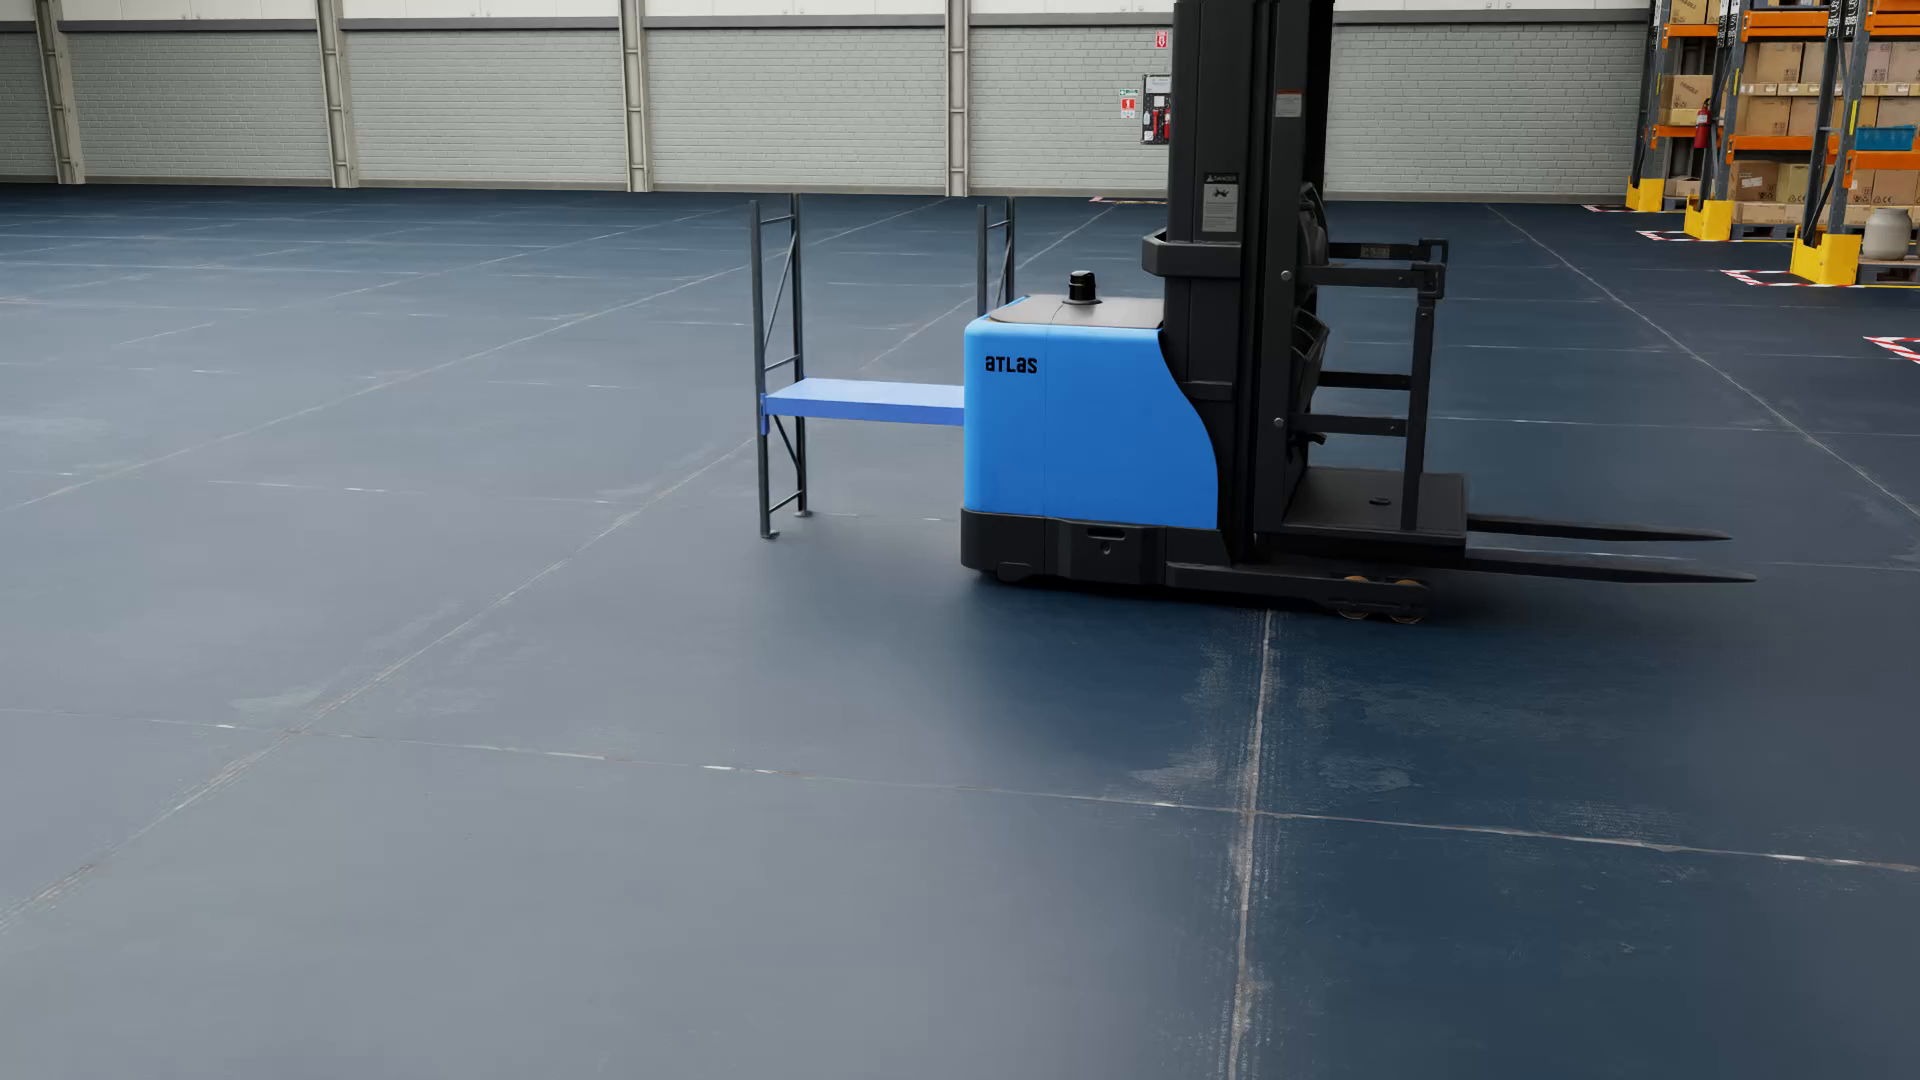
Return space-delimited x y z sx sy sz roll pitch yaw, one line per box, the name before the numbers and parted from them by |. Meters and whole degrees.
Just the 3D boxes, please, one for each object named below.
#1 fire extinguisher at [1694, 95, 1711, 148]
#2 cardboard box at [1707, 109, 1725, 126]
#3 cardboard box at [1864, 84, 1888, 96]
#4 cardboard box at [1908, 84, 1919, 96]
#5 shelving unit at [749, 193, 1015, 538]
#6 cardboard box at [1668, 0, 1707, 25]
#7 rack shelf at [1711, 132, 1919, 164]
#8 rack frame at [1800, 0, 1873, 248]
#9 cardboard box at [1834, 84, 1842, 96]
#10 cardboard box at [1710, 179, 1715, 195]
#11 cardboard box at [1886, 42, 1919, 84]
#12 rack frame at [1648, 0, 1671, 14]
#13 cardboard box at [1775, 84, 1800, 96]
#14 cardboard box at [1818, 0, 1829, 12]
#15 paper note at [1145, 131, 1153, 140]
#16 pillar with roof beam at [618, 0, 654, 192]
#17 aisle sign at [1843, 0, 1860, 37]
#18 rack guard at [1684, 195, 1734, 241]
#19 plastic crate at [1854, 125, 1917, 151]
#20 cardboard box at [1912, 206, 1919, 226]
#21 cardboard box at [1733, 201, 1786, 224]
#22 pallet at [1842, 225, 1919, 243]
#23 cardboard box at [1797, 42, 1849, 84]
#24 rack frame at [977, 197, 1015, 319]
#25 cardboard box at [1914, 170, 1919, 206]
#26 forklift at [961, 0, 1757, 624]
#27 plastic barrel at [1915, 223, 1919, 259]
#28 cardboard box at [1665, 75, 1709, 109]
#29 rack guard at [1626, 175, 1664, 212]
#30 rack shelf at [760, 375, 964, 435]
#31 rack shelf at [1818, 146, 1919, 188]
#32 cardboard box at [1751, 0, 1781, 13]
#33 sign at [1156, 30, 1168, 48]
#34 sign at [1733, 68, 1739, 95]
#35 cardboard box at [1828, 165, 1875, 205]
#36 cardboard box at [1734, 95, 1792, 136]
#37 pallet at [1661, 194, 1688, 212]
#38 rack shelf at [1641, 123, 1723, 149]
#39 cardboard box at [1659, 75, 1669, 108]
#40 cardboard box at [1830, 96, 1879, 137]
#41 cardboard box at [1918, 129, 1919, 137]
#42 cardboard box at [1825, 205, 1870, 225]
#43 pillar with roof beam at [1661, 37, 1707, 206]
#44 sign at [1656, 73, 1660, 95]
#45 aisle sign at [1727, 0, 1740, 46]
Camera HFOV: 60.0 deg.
fire extinguisher | 9.862 -5.550 22.053 0.183 0.674 0.296 3 16 11
cardboard box | 11.795 -6.560 25.797 0.500 0.250 0.500 3 16 9
cardboard box | 11.489 -5.675 20.957 0.250 0.149 0.380 3 16 10
cardboard box | 11.991 -5.647 20.856 0.250 0.149 0.380 4 16 13
shelving unit | -0.331 -0.758 7.417 1.048 1.500 0.538 5 16 16
cardboard box | 11.147 -8.175 25.543 0.500 0.500 0.500 4 16 13
rack shelf | 11.845 -5.006 21.293 4.000 0.370 1.077 3 16 11
rack frame | 8.895 -4.164 16.904 0.127 3.000 1.000 3 16 11
cardboard box | 10.977 -5.702 21.054 0.250 0.149 0.380 3 16 10
cardboard box | 12.088 -5.581 26.233 0.500 0.311 0.500 4 16 16
cardboard box | 11.894 -6.022 20.995 0.500 0.500 0.700 3 16 11
rack frame | 10.869 -9.646 25.459 0.127 3.000 1.000 3 16 11
cardboard box | 10.486 -5.729 21.154 0.250 0.149 0.380 3 16 10
cardboard box | 13.201 -8.058 25.119 0.500 0.500 0.500 2 16 9
paper note | 3.274 -7.008 28.822 0.142 0.148 0.016 3 16 11
pillar with roof beam | -6.770 -9.667 25.533 0.400 9.000 9.100 3 16 11
aisle sign | 8.766 -5.344 16.294 0.004 0.787 0.394 3 16 11
rack guard | 9.862 -4.256 21.919 0.348 0.500 1.175 3 16 11
plastic crate | 9.445 -4.144 17.110 0.616 0.251 0.499 3 16 11
cardboard box | 12.326 -4.143 21.194 0.500 0.250 0.500 3 16 11
cardboard box | 10.367 -4.250 21.579 0.500 0.250 0.500 3 16 11
pallet | 11.835 -4.020 21.610 1.213 0.211 1.003 3 16 11
cardboard box | 10.909 -6.075 21.187 0.500 0.500 0.700 3 16 10
rack frame | 0.157 -0.719 7.278 0.032 1.500 0.500 5 16 16
cardboard box | 12.329 -4.508 21.106 0.500 0.500 0.500 3 16 11
forklift | 1.578 -1.250 6.515 3.031 2.935 1.130 5 16 16
plastic barrel | 10.046 -3.125 17.029 0.421 0.512 0.421 0 15 0
cardboard box | 11.277 -6.950 25.802 0.500 0.500 0.500 3 16 11
rack guard | 10.943 -5.547 26.579 0.348 0.500 1.175 3 16 11
rack shelf | -0.331 -0.584 7.465 1.000 0.185 0.538 5 16 16
rack shelf | 10.855 -3.711 16.616 4.000 0.370 1.077 3 16 11
cardboard box | 12.176 -8.111 25.310 0.500 0.500 0.500 4 16 14
sign | 3.445 -8.549 28.391 0.199 0.298 0.001 3 16 11
sign | 9.769 -5.770 20.932 0.005 0.325 0.100 3 16 11
cardboard box | 11.349 -4.562 21.301 0.500 0.500 0.500 3 16 11
cardboard box | 10.340 -5.479 21.466 0.500 0.500 0.700 3 16 11
pallet | 11.732 -5.355 26.428 1.213 0.211 1.003 3 16 11
rack shelf | 12.829 -6.302 25.972 4.000 0.370 1.077 3 16 11
cardboard box | 11.373 -7.085 26.287 0.500 0.500 0.500 3 16 10
cardboard box | 11.341 -5.425 21.269 0.500 0.500 0.700 3 16 11
cardboard box | 12.360 -5.371 21.074 0.500 0.500 0.700 3 16 12
cardboard box | 11.347 -4.197 21.390 0.500 0.250 0.500 3 16 11
pillar with roof beam | 10.869 -8.709 22.076 0.400 9.000 9.100 3 16 11
sign | 10.761 -7.030 25.632 0.005 0.325 0.100 3 16 11
aisle sign | 9.760 -6.635 20.957 0.004 0.787 0.394 3 16 11
